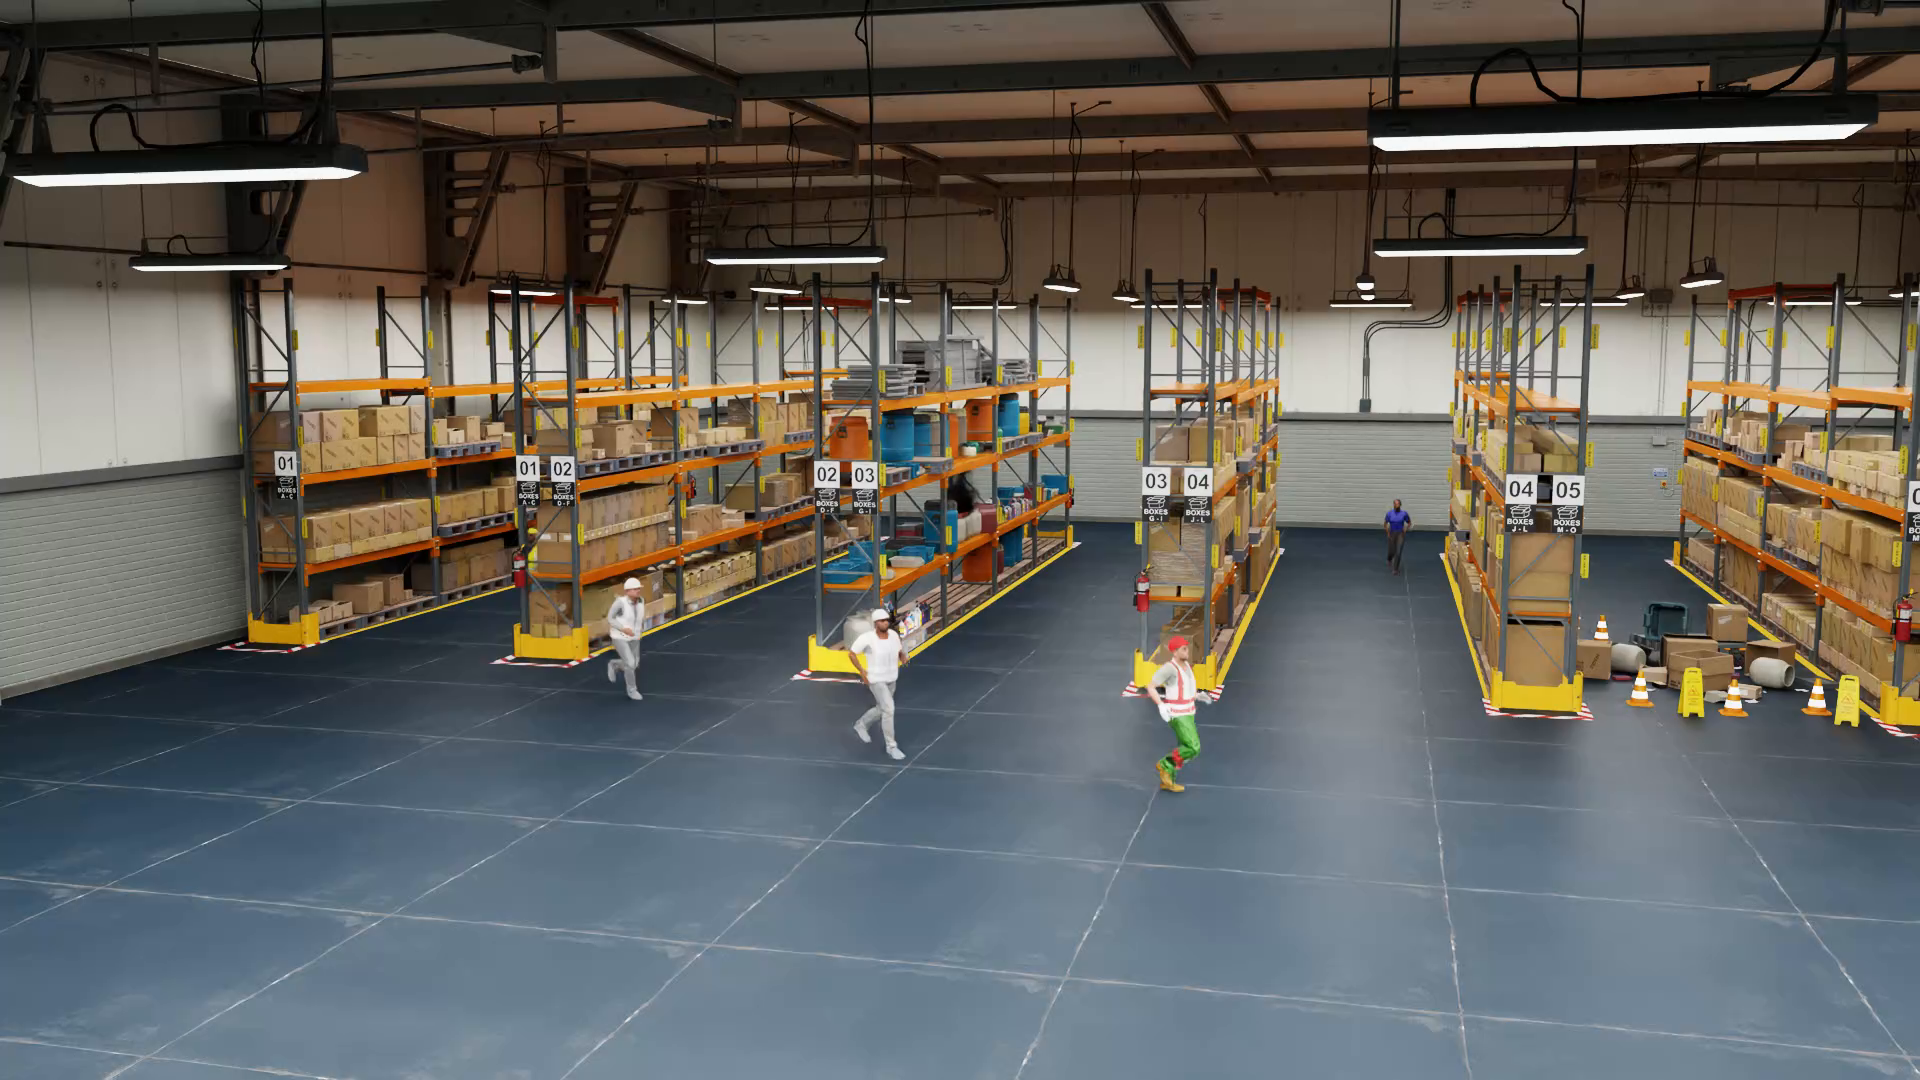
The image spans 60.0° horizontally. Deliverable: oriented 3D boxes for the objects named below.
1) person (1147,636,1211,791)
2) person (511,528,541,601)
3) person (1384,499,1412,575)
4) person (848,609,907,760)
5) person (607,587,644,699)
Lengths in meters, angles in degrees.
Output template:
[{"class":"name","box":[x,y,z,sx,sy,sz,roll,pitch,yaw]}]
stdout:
[{"class":"person","box":[2.470,1.933,18.376,0.598,1.744,0.646,5,8,36]},{"class":"person","box":[-7.549,0.637,29.338,0.698,1.718,0.610,2,7,13]},{"class":"person","box":[9.409,-0.071,35.759,0.576,1.631,0.609,2,7,17]},{"class":"person","box":[-0.954,1.709,20.205,0.914,1.780,0.682,7,10,44]},{"class":"person","box":[-4.739,1.398,23.399,0.774,1.686,0.654,6,9,43]}]
